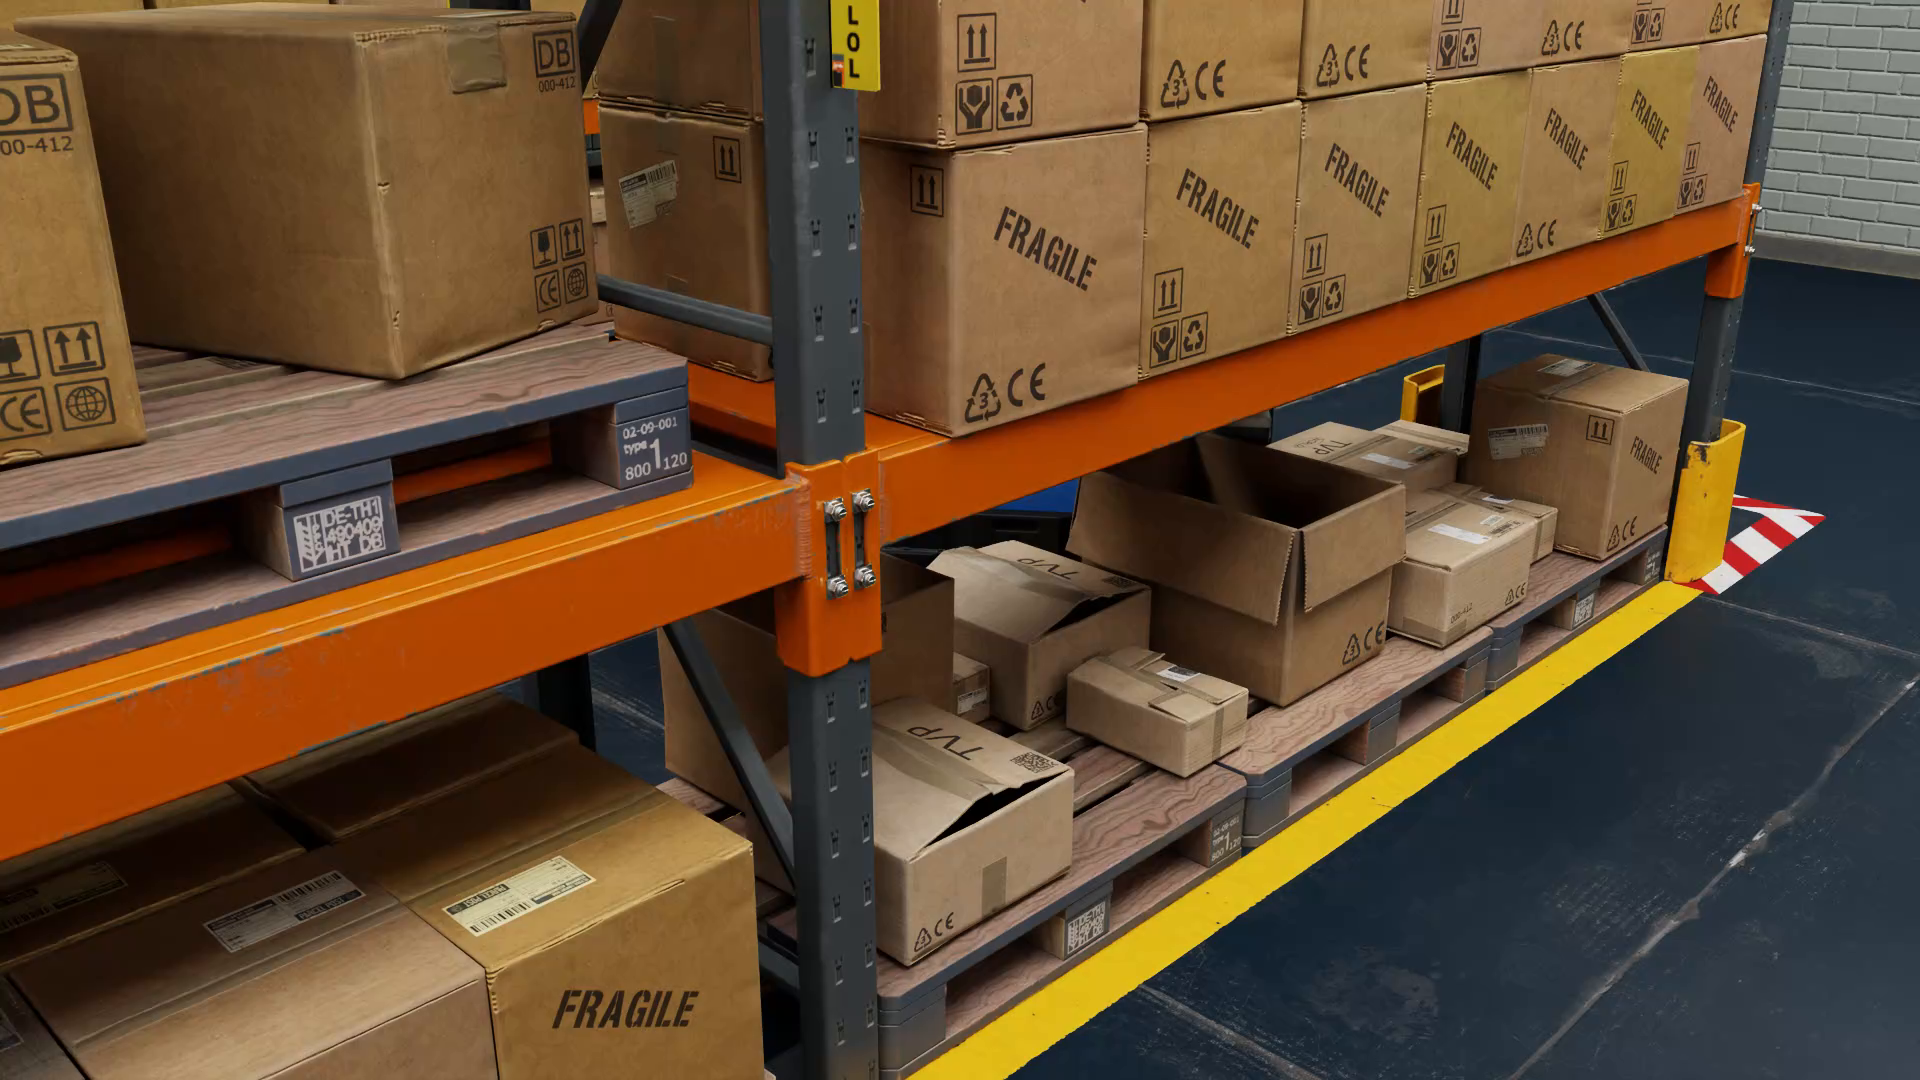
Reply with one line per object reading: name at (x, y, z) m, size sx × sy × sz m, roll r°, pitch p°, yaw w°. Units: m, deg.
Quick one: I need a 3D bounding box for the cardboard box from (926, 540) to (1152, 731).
cardboard box at (0.162, 0.216, 4.467) m, size 0.500 × 0.311 × 0.500 m, roll 19°, pitch 28°, yaw 41°

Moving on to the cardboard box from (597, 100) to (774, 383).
cardboard box at (-0.390, -0.663, 3.480) m, size 0.500 × 0.500 × 0.500 m, roll -20°, pitch 28°, yaw -41°

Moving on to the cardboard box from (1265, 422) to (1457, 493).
cardboard box at (1.304, -0.177, 5.573) m, size 0.500 × 0.250 × 0.500 m, roll 19°, pitch 28°, yaw 41°

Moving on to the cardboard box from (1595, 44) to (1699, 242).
cardboard box at (1.758, -1.181, 4.828) m, size 0.500 × 0.500 × 0.500 m, roll 20°, pitch 28°, yaw 41°

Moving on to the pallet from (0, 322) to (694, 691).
pallet at (-1.191, -0.156, 2.567) m, size 1.003 × 0.211 × 1.213 m, roll 19°, pitch 28°, yaw 41°

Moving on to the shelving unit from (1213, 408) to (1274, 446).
shelving unit at (1.032, -0.480, 6.069) m, size 0.210 × 0.900 × 0.258 m, roll 3°, pitch 21°, yaw 7°

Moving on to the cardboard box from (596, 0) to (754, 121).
cardboard box at (-0.388, -1.132, 3.306) m, size 0.500 × 0.500 × 0.500 m, roll 19°, pitch 28°, yaw 41°

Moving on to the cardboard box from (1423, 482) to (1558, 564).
cardboard box at (1.685, -0.052, 5.365) m, size 0.380 × 0.166 × 0.250 m, roll 19°, pitch 28°, yaw 41°

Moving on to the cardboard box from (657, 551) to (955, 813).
cardboard box at (-0.361, 0.320, 3.932) m, size 0.500 × 0.500 × 0.500 m, roll 19°, pitch 28°, yaw 41°

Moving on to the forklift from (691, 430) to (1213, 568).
forklift at (-0.618, -1.397, 5.624) m, size 3.031 × 2.935 × 1.130 m, roll 3°, pitch 21°, yaw 7°

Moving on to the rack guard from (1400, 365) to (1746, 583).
rack guard at (2.182, -0.266, 6.069) m, size 1.175 × 0.500 × 0.348 m, roll 19°, pitch 28°, yaw 41°

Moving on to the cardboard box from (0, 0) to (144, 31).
cardboard box at (-3.717, -1.938, 6.518) m, size 0.700 × 0.700 × 0.980 m, roll -20°, pitch 28°, yaw -41°

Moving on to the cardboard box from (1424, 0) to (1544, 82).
cardboard box at (1.053, -1.386, 3.966) m, size 0.500 × 0.500 × 0.500 m, roll -19°, pitch 28°, yaw -40°

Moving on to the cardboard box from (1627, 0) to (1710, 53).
cardboard box at (1.770, -1.652, 4.659) m, size 0.500 × 0.500 × 0.500 m, roll -19°, pitch 28°, yaw -41°

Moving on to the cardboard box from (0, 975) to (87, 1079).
cardboard box at (-1.395, 0.990, 2.189) m, size 0.500 × 0.500 × 0.500 m, roll 20°, pitch 29°, yaw 41°

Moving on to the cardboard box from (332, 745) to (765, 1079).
cardboard box at (-0.694, 0.736, 2.849) m, size 0.500 × 0.500 × 0.500 m, roll 19°, pitch 28°, yaw 40°

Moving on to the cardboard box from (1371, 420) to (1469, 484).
cardboard box at (1.697, -0.305, 6.048) m, size 0.380 × 0.149 × 0.250 m, roll 19°, pitch 28°, yaw 41°

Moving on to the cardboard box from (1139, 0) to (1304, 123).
cardboard box at (0.335, -1.121, 3.276) m, size 0.500 × 0.500 × 0.500 m, roll 18°, pitch 28°, yaw 39°

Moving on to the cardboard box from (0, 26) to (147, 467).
cardboard box at (-1.480, -0.408, 2.231) m, size 0.500 × 0.500 × 0.700 m, roll -15°, pitch 26°, yaw -34°

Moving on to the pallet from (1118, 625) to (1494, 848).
pallet at (0.776, 0.386, 4.775) m, size 1.003 × 0.211 × 1.213 m, roll 19°, pitch 28°, yaw 41°

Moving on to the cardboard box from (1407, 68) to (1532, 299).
cardboard box at (1.055, -0.925, 4.161) m, size 0.500 × 0.500 × 0.500 m, roll 19°, pitch 28°, yaw 40°

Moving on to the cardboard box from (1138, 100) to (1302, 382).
cardboard box at (0.350, -0.666, 3.486) m, size 0.500 × 0.500 × 0.500 m, roll -20°, pitch 28°, yaw -41°

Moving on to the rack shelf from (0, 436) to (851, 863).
rack shelf at (-1.950, 0.426, 1.788) m, size 1.077 × 0.370 × 4.000 m, roll 19°, pitch 28°, yaw 41°

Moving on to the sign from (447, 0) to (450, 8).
sign at (-0.949, -0.962, 3.189) m, size 0.100 × 0.325 × 0.005 m, roll 19°, pitch 28°, yaw 41°

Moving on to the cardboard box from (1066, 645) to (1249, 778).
cardboard box at (0.489, 0.415, 4.151) m, size 0.380 × 0.166 × 0.250 m, roll 19°, pitch 28°, yaw 41°

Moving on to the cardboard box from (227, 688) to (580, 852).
cardboard box at (-1.067, 0.601, 3.201) m, size 0.500 × 0.500 × 0.500 m, roll 18°, pitch 27°, yaw 38°

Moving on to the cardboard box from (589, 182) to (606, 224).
cardboard box at (-1.870, -1.673, 8.242) m, size 0.250 × 0.149 × 0.380 m, roll -19°, pitch 28°, yaw -41°

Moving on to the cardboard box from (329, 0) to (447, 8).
cardboard box at (-2.703, -2.314, 7.496) m, size 0.980 × 0.700 × 0.700 m, roll 18°, pitch 27°, yaw 38°

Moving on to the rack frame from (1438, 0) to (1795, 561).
rack frame at (2.235, -1.452, 5.672) m, size 1.000 × 3.000 × 0.127 m, roll 19°, pitch 28°, yaw 41°

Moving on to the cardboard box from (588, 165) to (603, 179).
cardboard box at (-1.789, -1.900, 8.832) m, size 0.380 × 0.149 × 0.250 m, roll 20°, pitch 28°, yaw 41°

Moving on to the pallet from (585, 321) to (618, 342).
pallet at (-1.818, -1.164, 8.809) m, size 1.003 × 0.211 × 1.213 m, roll 19°, pitch 28°, yaw 41°
